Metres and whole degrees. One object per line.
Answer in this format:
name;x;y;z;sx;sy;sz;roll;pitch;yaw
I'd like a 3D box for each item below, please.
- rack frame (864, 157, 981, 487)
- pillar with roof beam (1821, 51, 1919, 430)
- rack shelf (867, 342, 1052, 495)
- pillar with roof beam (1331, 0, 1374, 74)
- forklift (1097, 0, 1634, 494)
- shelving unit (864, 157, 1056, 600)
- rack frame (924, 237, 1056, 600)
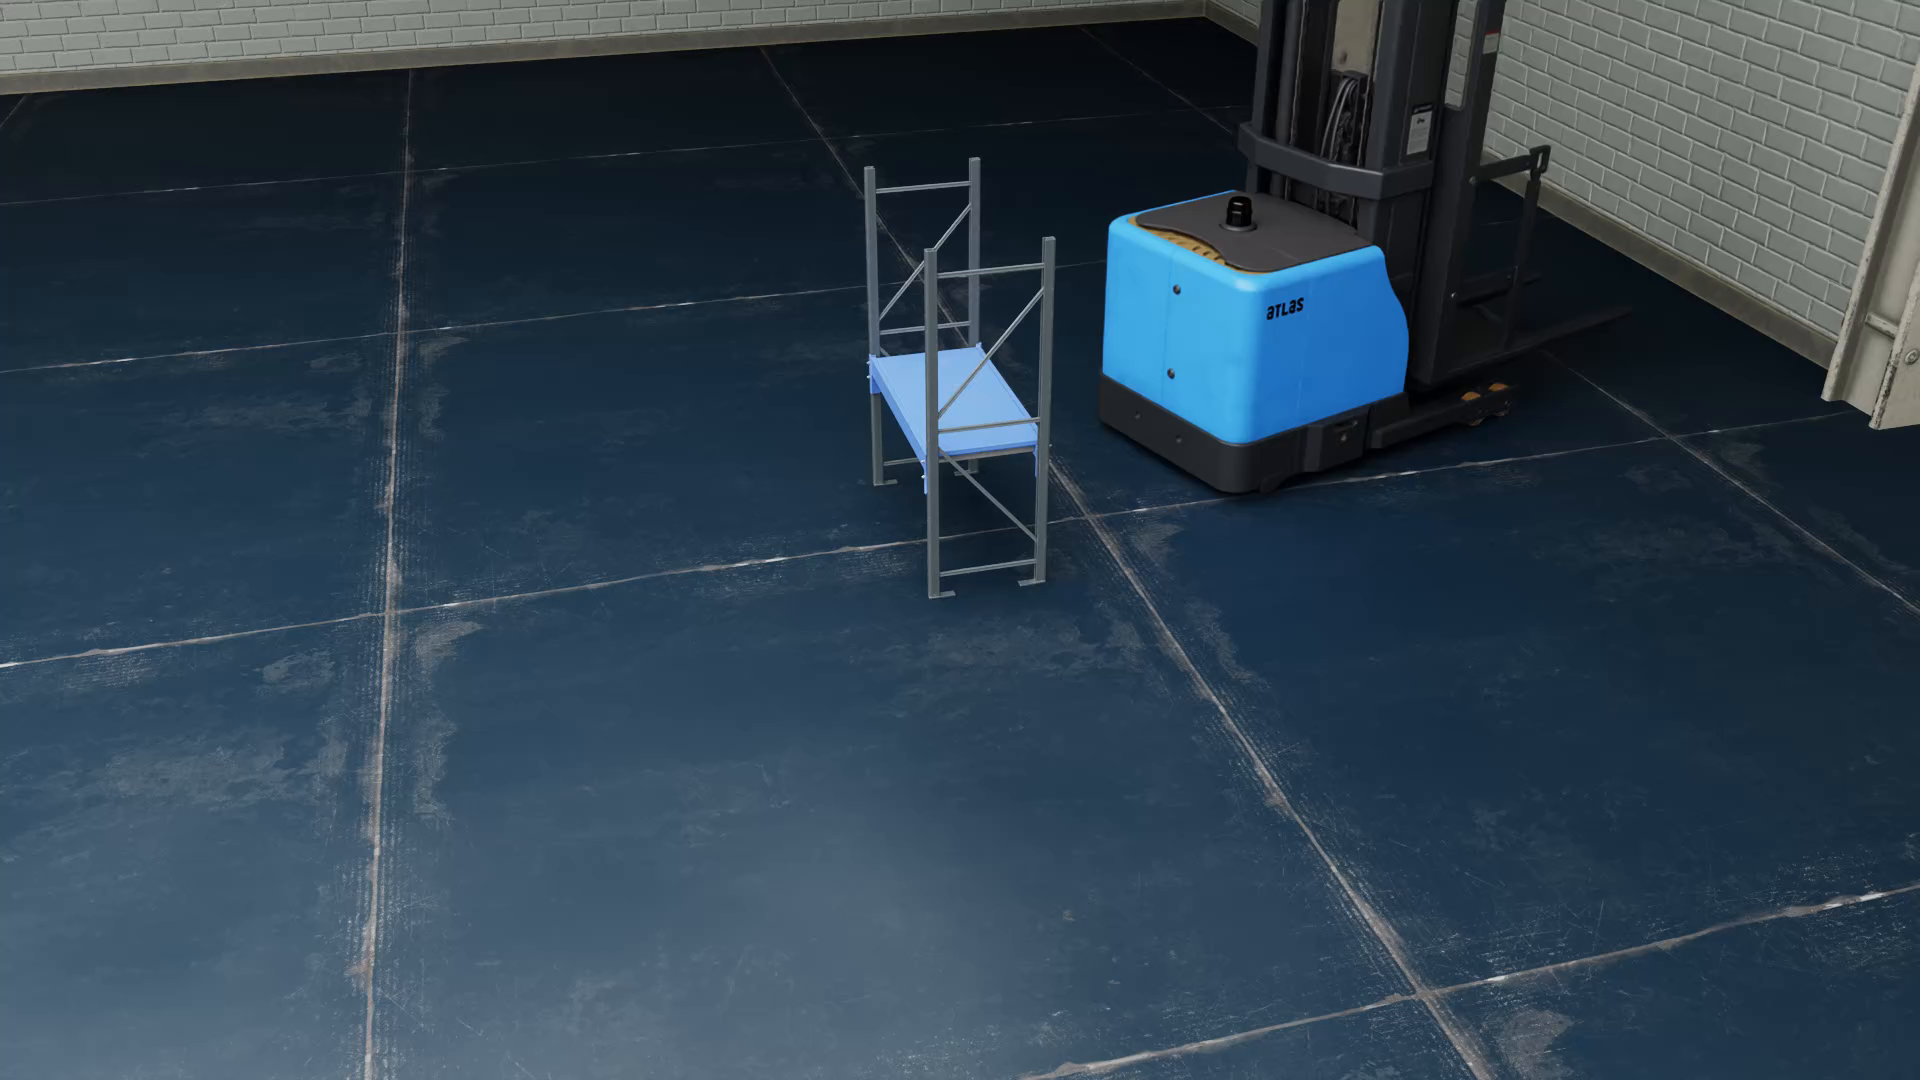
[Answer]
rack frame;-0.158;-0.936;7.370;0.500;1.500;0.032;-8;31;-13
pillar with roof beam;0.454;-3.980;5.144;9.100;9.000;0.400;-8;31;-13
rack shelf;-0.023;-0.535;7.036;0.538;0.185;1.000;-8;31;-13
pillar with roof beam;-1.138;-6.878;10.150;9.100;9.000;0.400;-8;31;-13
forklift;2.182;-2.034;7.839;3.031;2.935;1.130;-18;35;-29
shelving unit;-0.023;-0.690;6.945;0.538;1.500;1.048;-8;31;-13
rack frame;0.112;-0.445;6.521;0.500;1.500;0.032;-8;31;-13
